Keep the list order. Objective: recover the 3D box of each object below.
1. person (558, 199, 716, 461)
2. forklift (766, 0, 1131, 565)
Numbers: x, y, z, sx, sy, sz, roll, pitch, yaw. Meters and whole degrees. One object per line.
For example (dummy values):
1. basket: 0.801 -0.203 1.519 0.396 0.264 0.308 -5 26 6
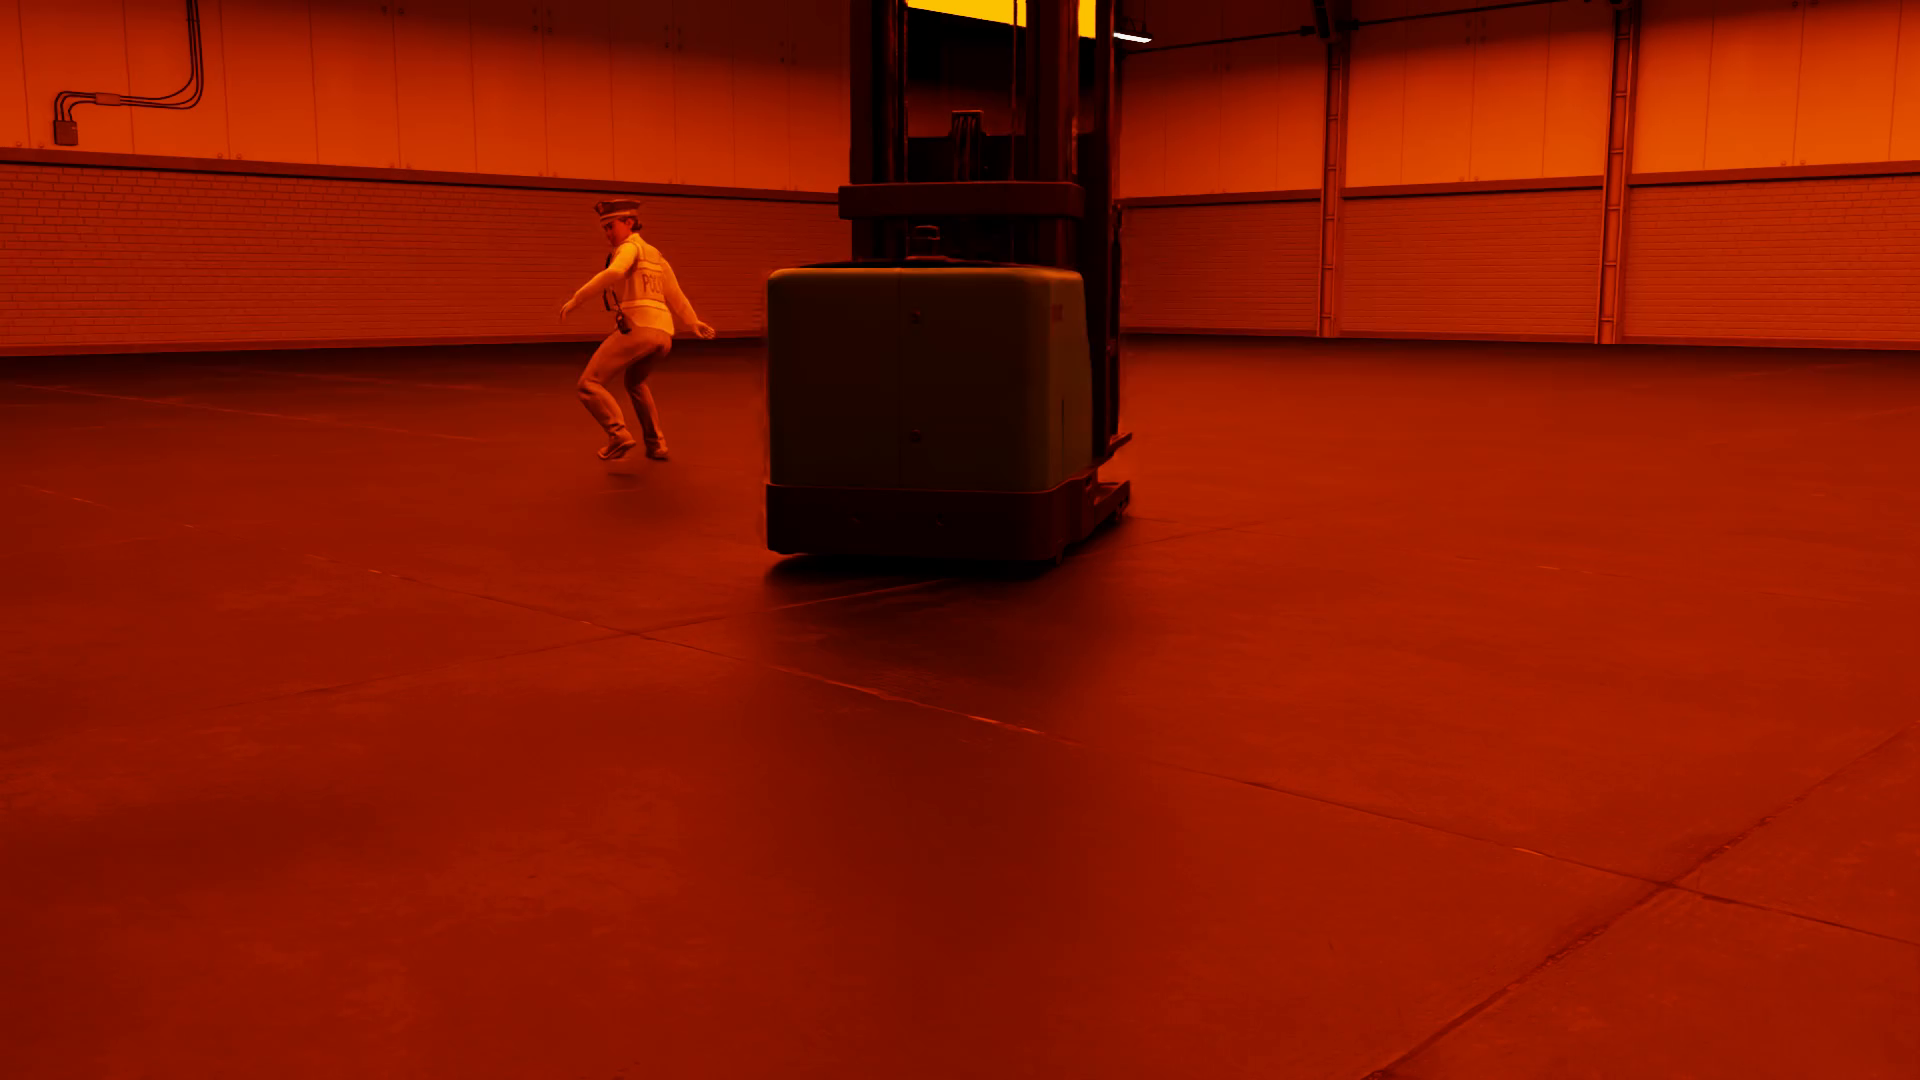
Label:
1. person: -1.846 -1.152 9.554 0.526 1.580 1.100 3 9 21
2. forklift: 0.142 -1.538 7.086 1.130 2.935 3.031 2 9 13
